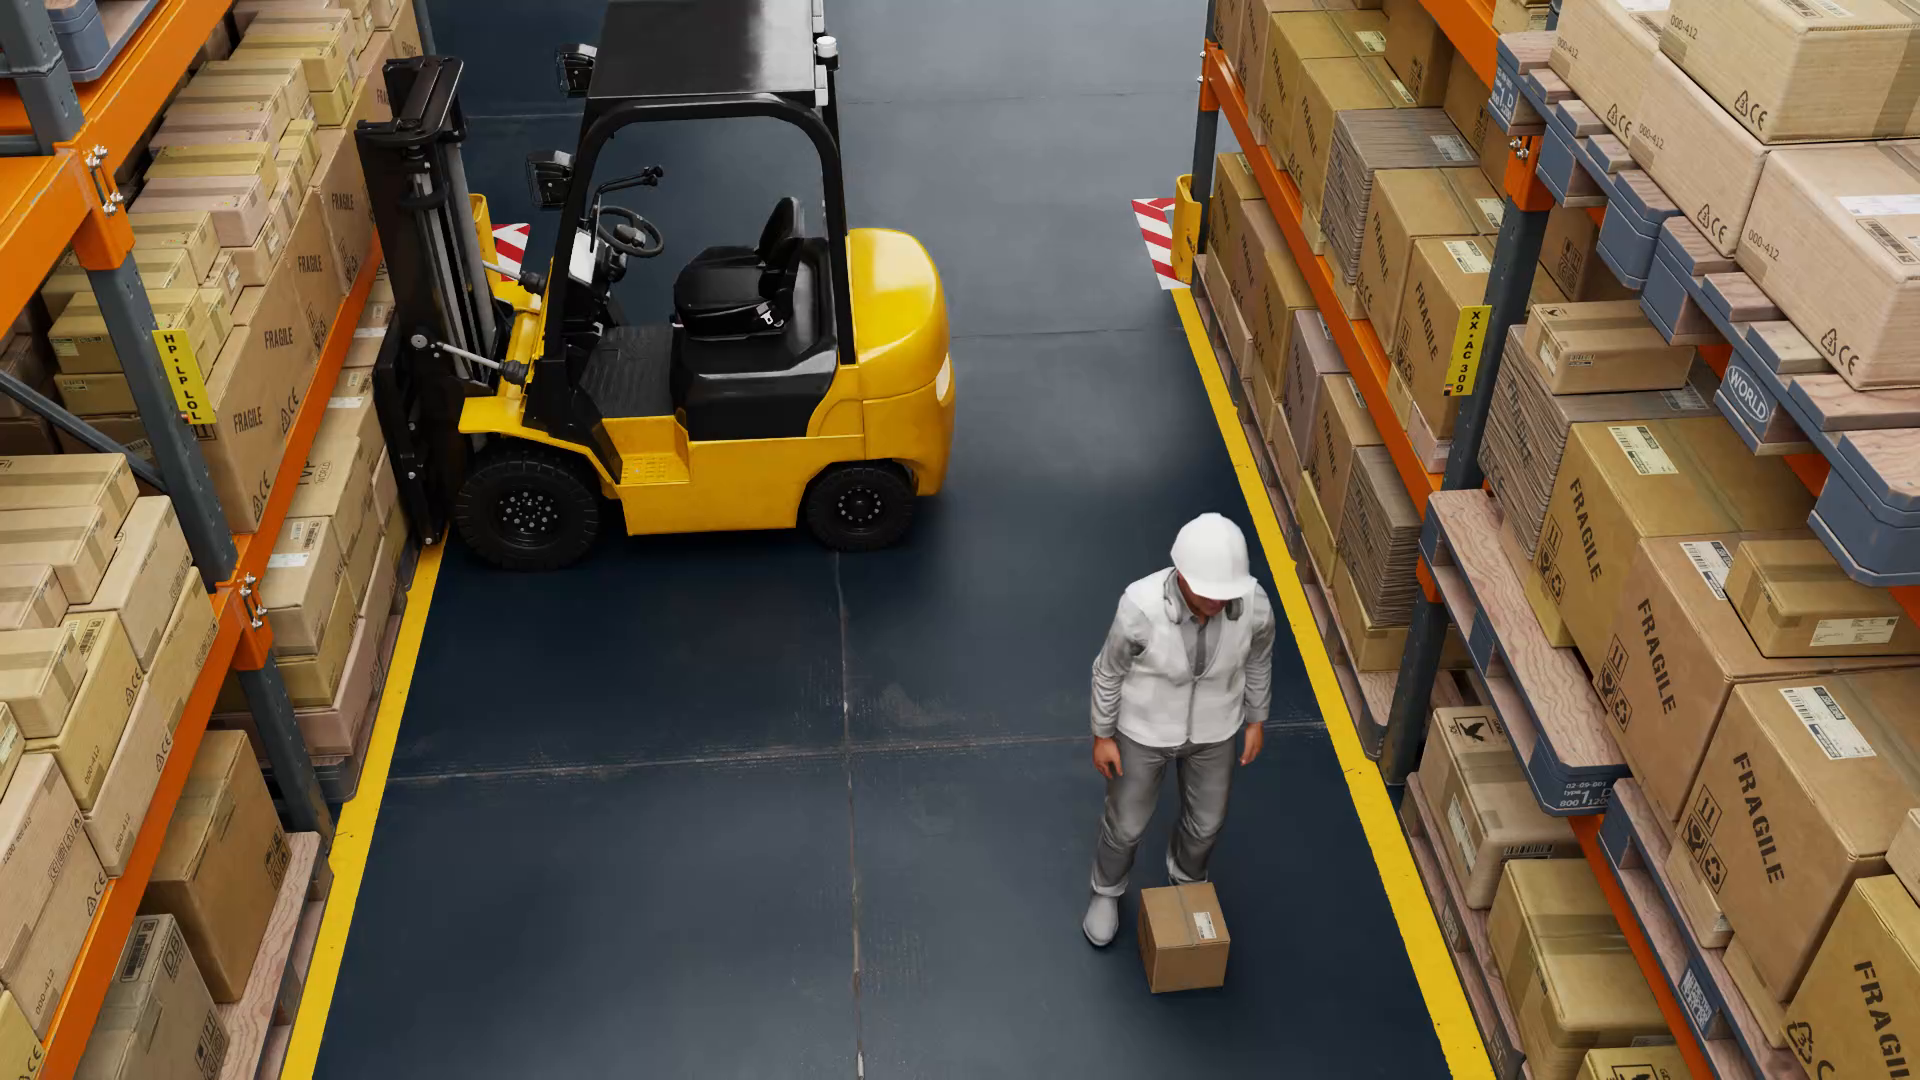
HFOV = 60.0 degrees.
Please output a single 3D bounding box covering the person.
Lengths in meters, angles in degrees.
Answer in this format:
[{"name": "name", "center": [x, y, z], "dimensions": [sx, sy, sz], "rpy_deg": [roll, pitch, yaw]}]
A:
[{"name": "person", "center": [0.708, 0.604, 5.383], "dimensions": [0.588, 1.771, 0.464], "rpy_deg": [-5, 39, -6]}]
